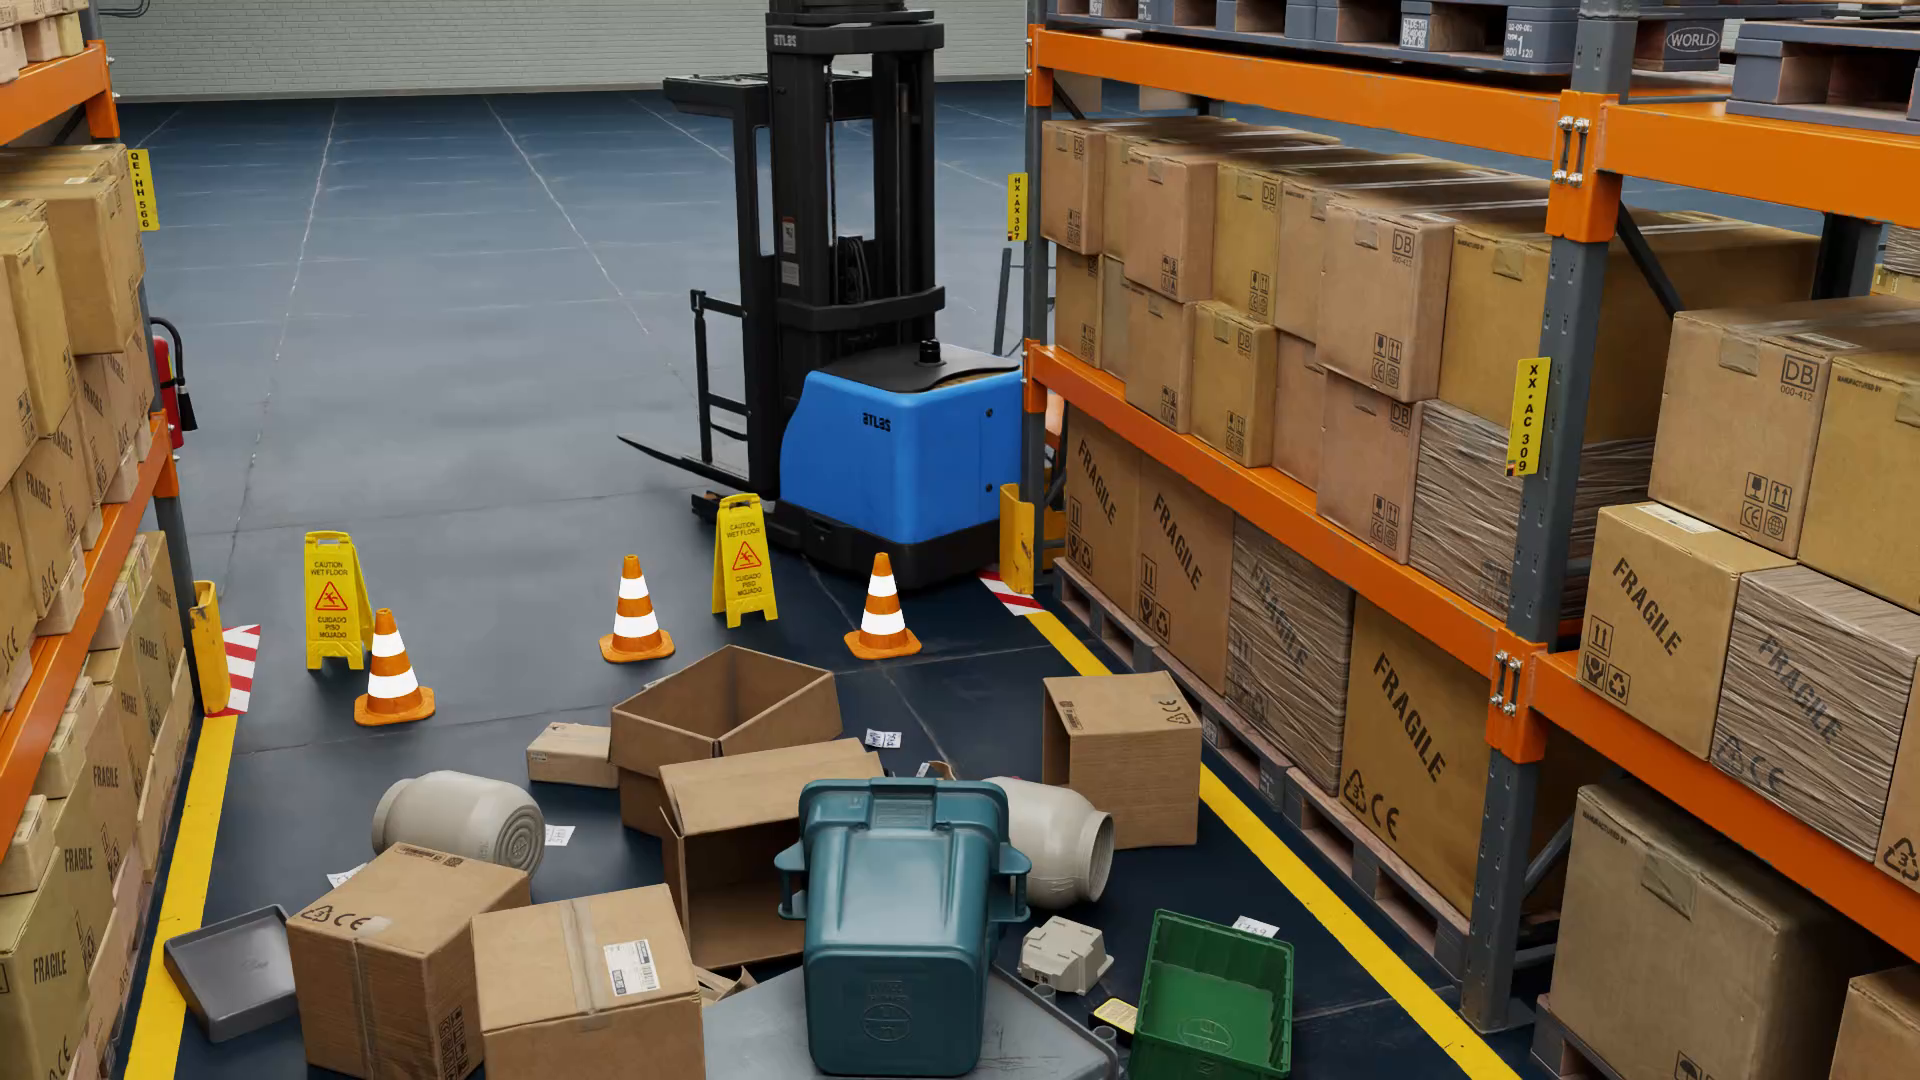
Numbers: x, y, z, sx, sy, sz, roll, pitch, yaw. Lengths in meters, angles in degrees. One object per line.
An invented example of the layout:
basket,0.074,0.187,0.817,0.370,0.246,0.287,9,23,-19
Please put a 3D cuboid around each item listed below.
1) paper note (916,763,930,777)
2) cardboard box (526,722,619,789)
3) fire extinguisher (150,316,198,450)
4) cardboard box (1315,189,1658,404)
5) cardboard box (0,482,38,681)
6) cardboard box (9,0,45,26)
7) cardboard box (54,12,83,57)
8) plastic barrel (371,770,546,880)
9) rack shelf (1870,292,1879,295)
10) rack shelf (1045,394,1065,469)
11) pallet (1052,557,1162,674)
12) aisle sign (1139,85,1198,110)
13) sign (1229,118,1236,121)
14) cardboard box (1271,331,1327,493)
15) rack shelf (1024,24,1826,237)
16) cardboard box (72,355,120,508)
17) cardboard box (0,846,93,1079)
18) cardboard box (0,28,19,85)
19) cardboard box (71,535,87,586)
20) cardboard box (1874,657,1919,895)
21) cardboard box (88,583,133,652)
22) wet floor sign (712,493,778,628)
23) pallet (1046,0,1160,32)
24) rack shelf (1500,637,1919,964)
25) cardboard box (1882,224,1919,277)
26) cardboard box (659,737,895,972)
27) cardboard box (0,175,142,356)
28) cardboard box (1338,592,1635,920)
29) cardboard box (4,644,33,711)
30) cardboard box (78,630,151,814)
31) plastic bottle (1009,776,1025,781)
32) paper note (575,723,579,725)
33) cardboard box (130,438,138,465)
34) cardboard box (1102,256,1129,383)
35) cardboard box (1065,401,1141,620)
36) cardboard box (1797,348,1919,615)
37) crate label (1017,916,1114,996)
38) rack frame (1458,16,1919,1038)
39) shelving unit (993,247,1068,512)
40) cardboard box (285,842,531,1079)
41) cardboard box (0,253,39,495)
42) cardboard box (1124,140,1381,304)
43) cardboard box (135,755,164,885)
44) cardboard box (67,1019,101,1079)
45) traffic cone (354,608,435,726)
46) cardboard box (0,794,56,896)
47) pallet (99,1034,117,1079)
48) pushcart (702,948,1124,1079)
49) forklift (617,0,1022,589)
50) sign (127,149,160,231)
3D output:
paper note,-0.151,0.939,6.787,0.032,0.001,0.123,4,20,11
cardboard box,-1.530,0.875,6.760,0.380,0.149,0.250,4,20,11
fire extinguisher,-3.458,-0.722,7.103,0.296,0.674,0.183,-6,21,-17
cardboard box,1.699,-0.812,5.421,0.875,0.550,0.550,-6,21,-17
cardboard box,-2.656,0.095,4.127,0.500,0.500,0.500,-6,21,-17
cardboard box,-3.118,-1.690,5.030,0.500,0.250,0.500,-6,21,-16
cardboard box,-3.372,-1.805,5.938,0.380,0.149,0.250,-6,21,-17
plastic barrel,-1.773,1.042,5.889,0.512,0.421,0.421,8,21,20
rack shelf,6.177,-0.745,8.117,1.077,0.370,4.000,-6,21,-17
rack shelf,0.584,-0.633,9.418,0.538,0.185,1.000,-2,19,-22
pallet,1.134,0.330,8.186,1.003,0.211,1.213,-6,21,-17
aisle sign,1.071,-2.509,8.118,0.394,0.787,0.004,-6,21,-17
sign,1.328,-1.940,8.318,0.100,0.325,0.005,-6,21,-17
cardboard box,1.686,-0.495,6.135,0.875,0.550,0.550,-6,21,-17
rack shelf,1.437,-1.662,6.233,1.077,0.370,4.000,-6,21,-17
cardboard box,-3.120,-0.392,5.484,0.500,0.500,0.500,-6,21,-17
cardboard box,-2.531,1.137,4.151,0.500,0.500,0.500,-5,20,-15
cardboard box,-2.957,-1.393,4.791,0.380,0.149,0.250,-7,21,-18
cardboard box,-2.896,0.105,5.059,0.380,0.149,0.250,-6,21,-17
cardboard box,2.289,0.526,3.367,0.500,0.500,0.500,-6,21,-17
cardboard box,-3.024,0.272,5.600,0.380,0.149,0.250,-5,20,-15
wet floor sign,-1.081,0.078,8.244,0.267,0.644,0.232,-10,22,-27
pallet,1.051,-2.364,7.254,1.003,0.211,1.213,-6,21,-17
rack shelf,2.694,1.033,3.167,1.077,0.370,4.000,-6,21,-17
cardboard box,5.695,-1.733,9.216,0.875,0.500,0.500,-6,21,-17
cardboard box,-0.602,1.032,5.597,0.797,0.637,0.503,-6,21,-17
cardboard box,-3.082,-0.873,5.344,0.700,0.500,0.500,-7,21,-18
cardboard box,1.934,0.646,5.703,0.875,0.875,0.875,-6,21,-16
cardboard box,-2.682,0.354,4.366,0.380,0.149,0.250,-6,21,-16
cardboard box,-3.041,0.630,5.561,0.500,0.500,0.500,-7,21,-18
plastic bottle,0.148,1.009,6.516,0.283,0.061,0.133,-15,25,-36
paper note,-1.673,0.817,7.097,0.148,0.019,0.142,-15,25,-36
cardboard box,-3.294,-0.303,6.194,0.380,0.149,0.250,-7,21,-18
cardboard box,1.161,-1.013,7.577,0.875,0.550,0.550,-6,21,-17
cardboard box,1.084,-0.218,8.108,0.875,0.875,0.875,-6,21,-17
cardboard box,2.390,-0.141,3.745,0.700,0.500,0.500,-7,21,-18
crate label,0.334,1.356,5.439,0.250,0.136,0.298,12,23,30
rack frame,2.065,0.053,4.832,1.000,3.000,0.127,-6,21,-17
shelving unit,0.603,-0.801,9.355,0.587,1.500,1.083,-2,19,-22
cardboard box,-1.647,1.298,5.059,0.500,0.500,0.500,8,21,20
cardboard box,-2.674,-0.377,3.961,0.700,0.500,0.500,-6,21,-17
cardboard box,1.195,-1.326,6.850,0.875,0.550,0.550,-6,21,-17
cardboard box,-3.025,0.989,5.671,0.500,0.250,0.500,-7,21,-19
cardboard box,-2.531,1.490,4.278,0.500,0.250,0.500,-7,21,-20
traffic cone,-2.500,0.522,7.277,0.336,0.463,0.334,-6,21,-17
cardboard box,-2.514,0.785,4.171,0.380,0.149,0.250,-6,21,-16
pallet,-2.847,1.712,4.338,1.003,0.211,1.213,-6,21,-17
pushcart,-0.453,1.587,4.440,1.648,0.377,0.936,-15,25,-36
forklift,-0.918,-1.542,9.374,1.130,2.935,3.031,-17,26,-40
sign,-3.326,-1.419,6.748,0.100,0.325,0.005,-6,21,-17
